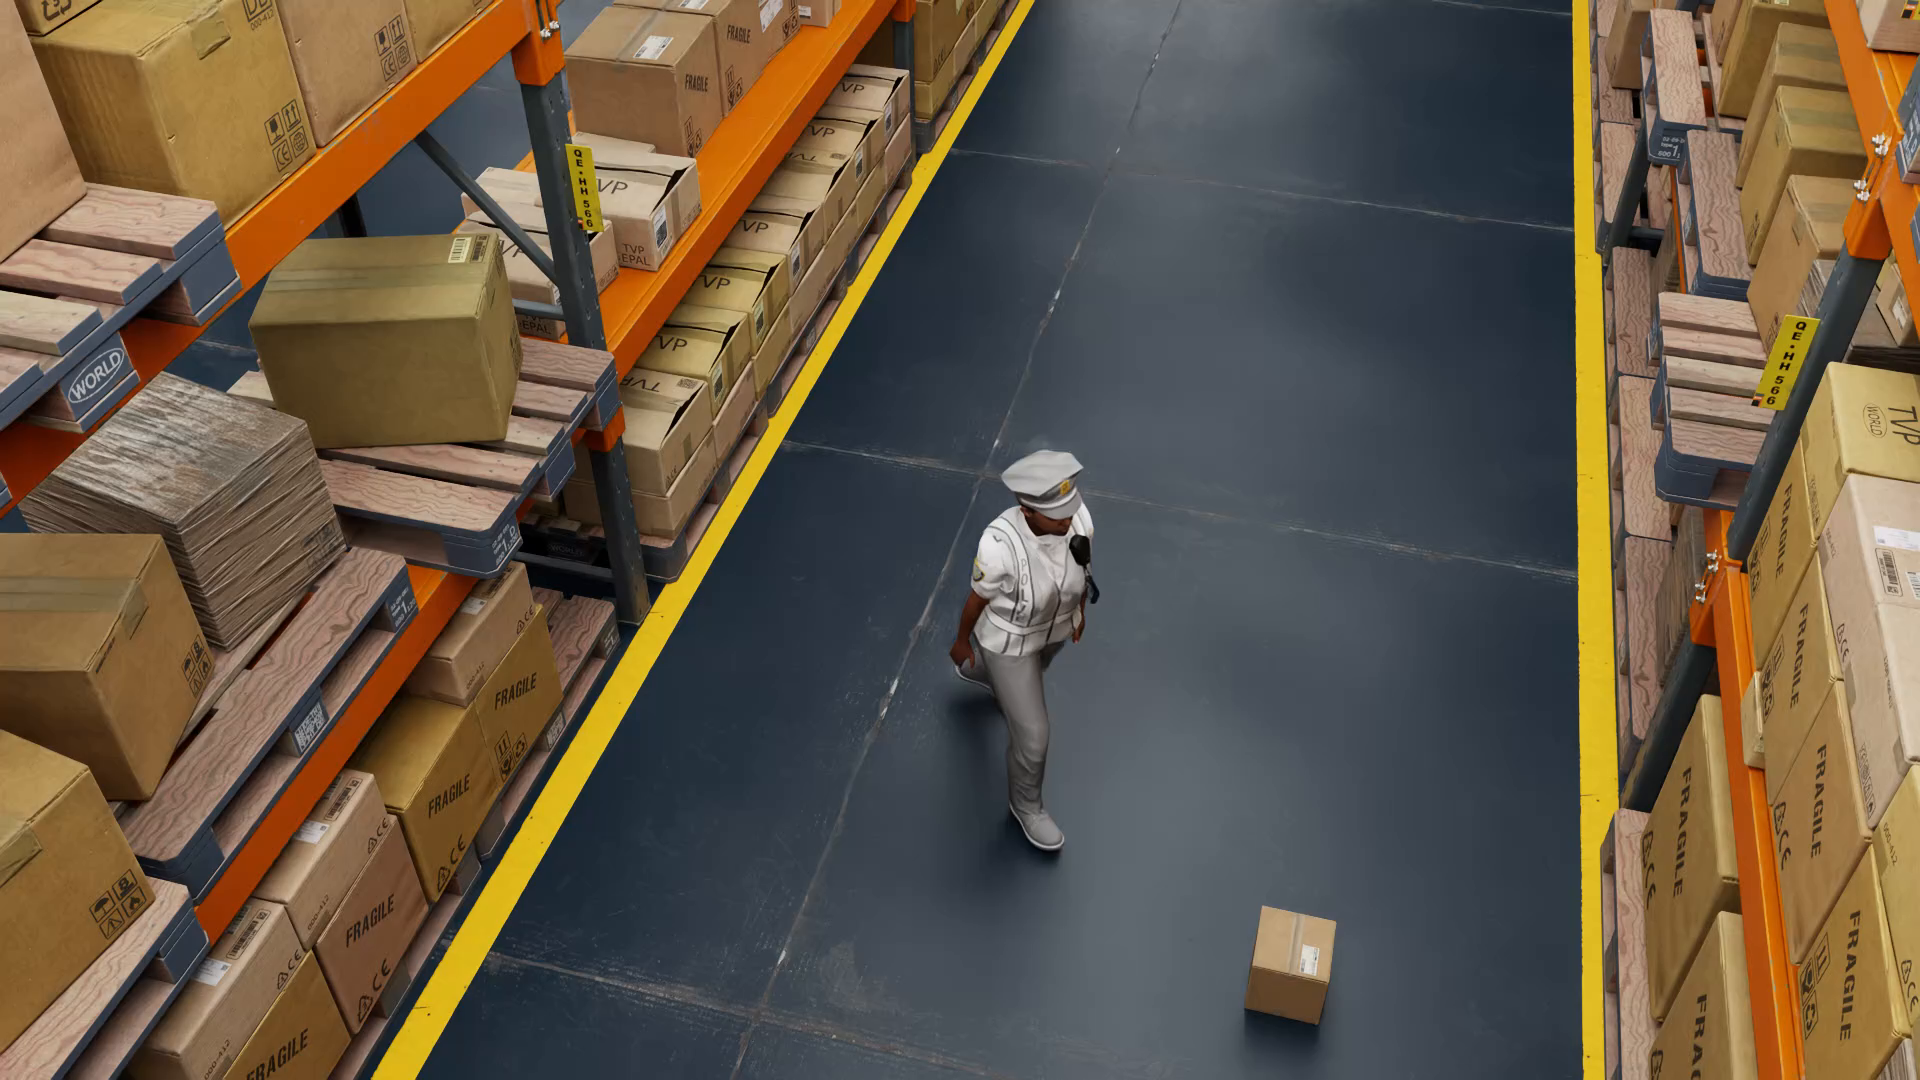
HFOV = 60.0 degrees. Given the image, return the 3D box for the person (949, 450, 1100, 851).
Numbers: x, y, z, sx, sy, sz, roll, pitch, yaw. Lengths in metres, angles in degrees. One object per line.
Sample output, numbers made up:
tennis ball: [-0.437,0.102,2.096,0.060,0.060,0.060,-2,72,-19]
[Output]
person: [0.207,0.251,5.883,0.510,1.606,0.904,-26,47,-26]
